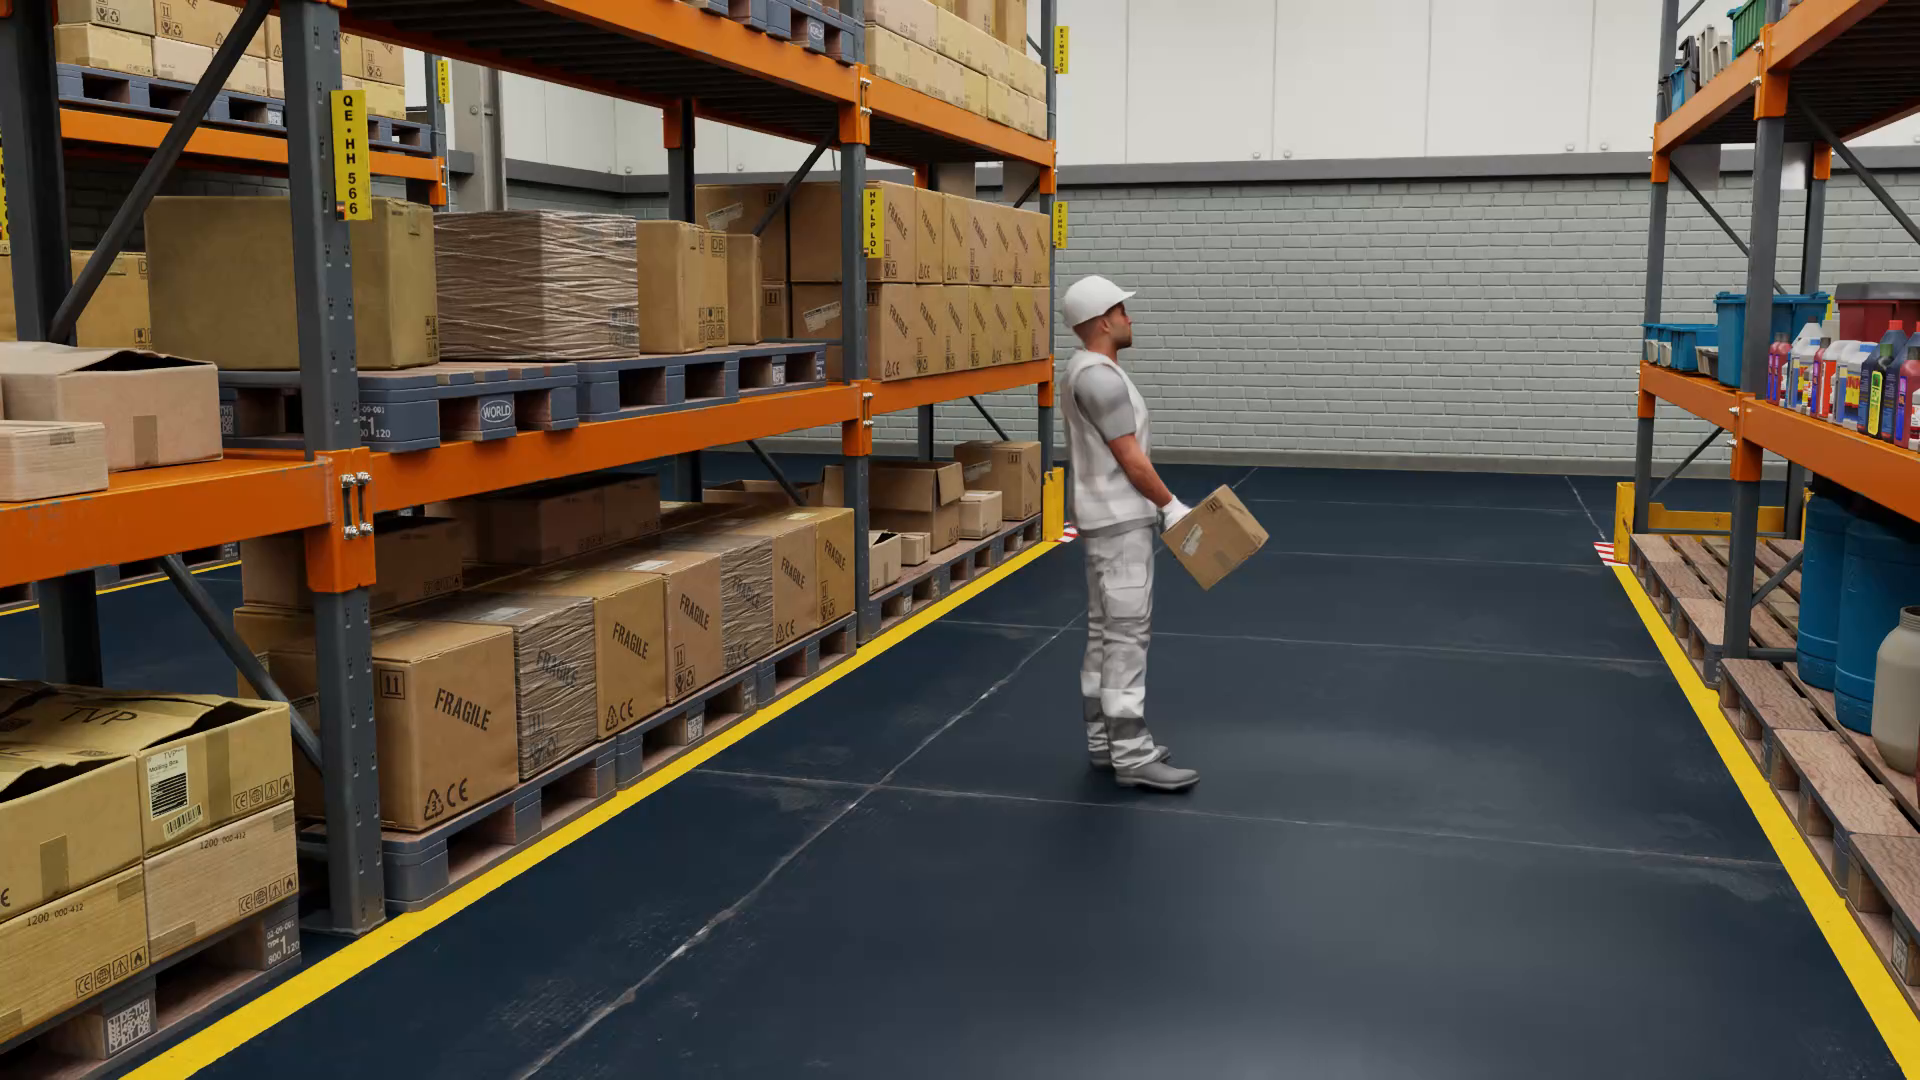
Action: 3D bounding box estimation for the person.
[{"bbox_3d":[0.607,-0.041,5.969,0.501,1.795,0.563,0,8,-3],"label":"person"}]
